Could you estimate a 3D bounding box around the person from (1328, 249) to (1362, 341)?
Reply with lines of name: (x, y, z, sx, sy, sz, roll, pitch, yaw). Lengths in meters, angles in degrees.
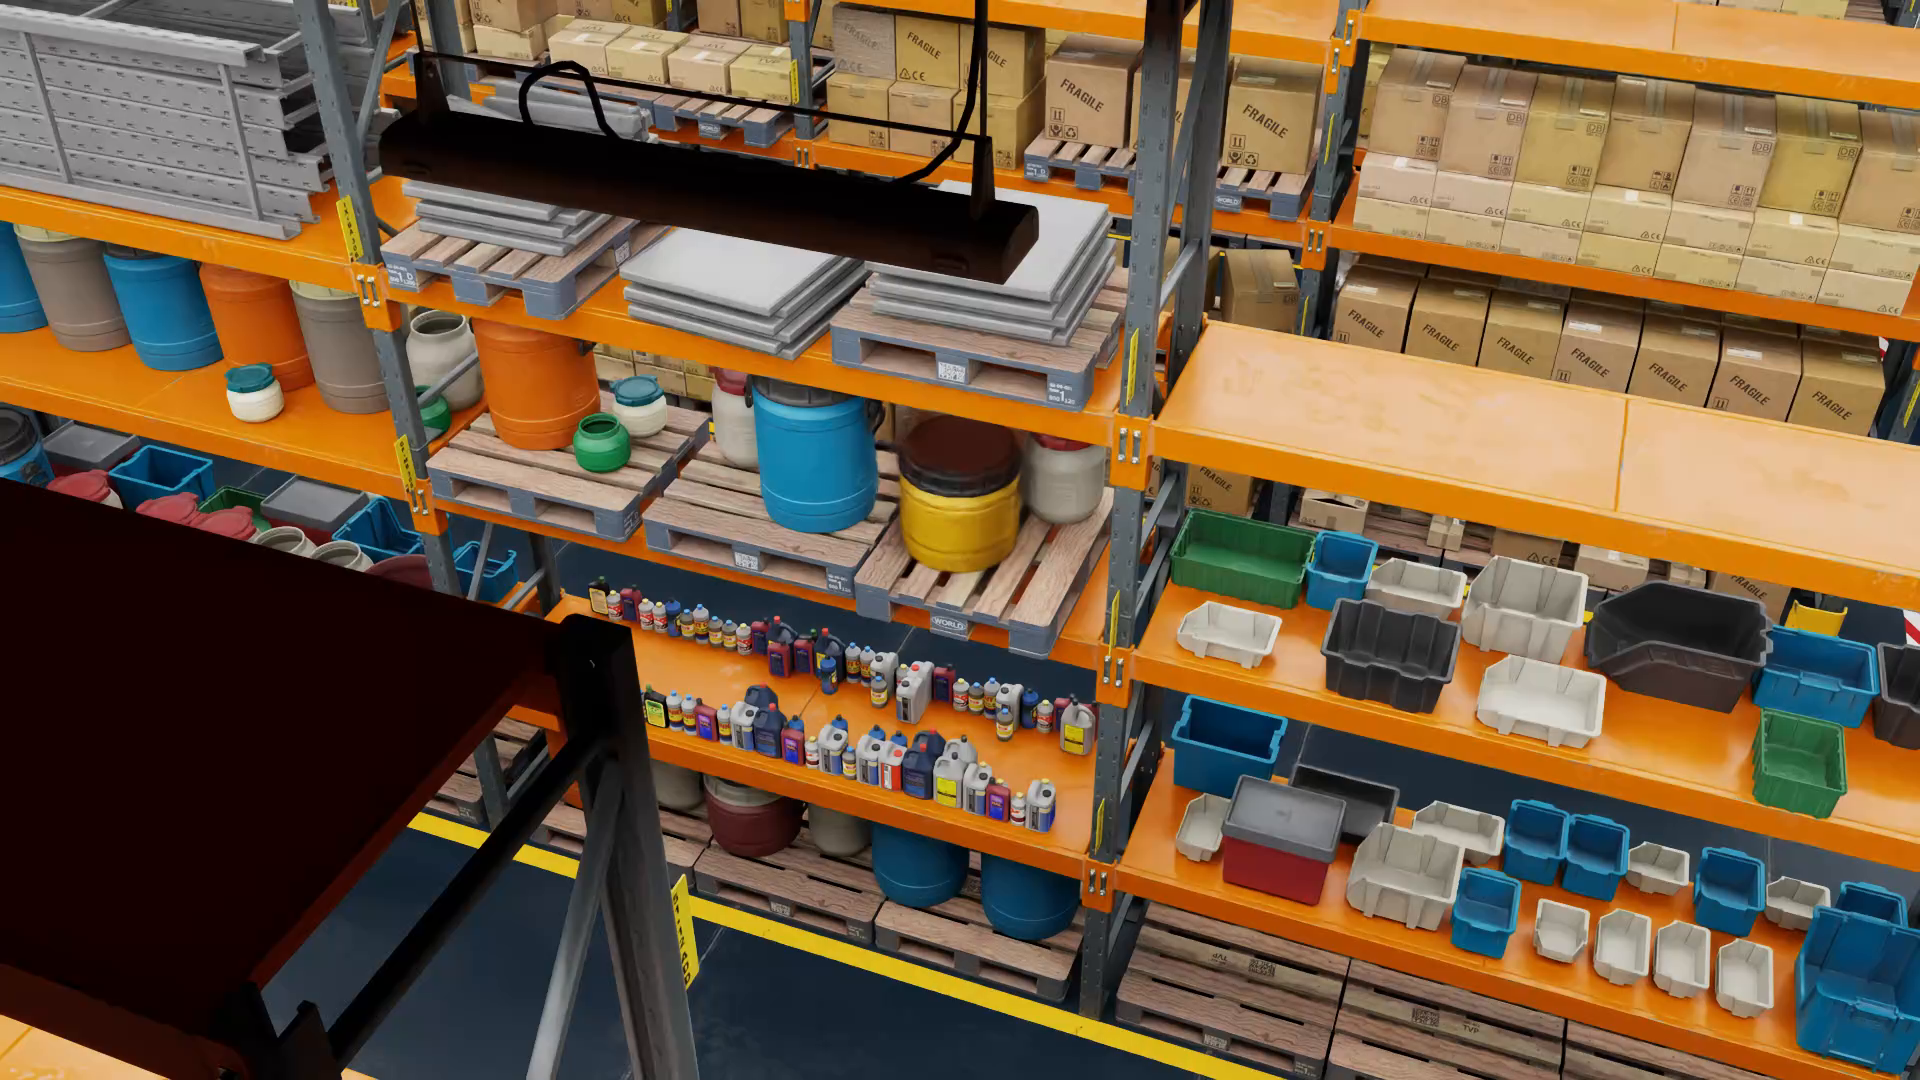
person: (3.631, -2.436, 15.225, 0.636, 1.757, 0.658, 4, 37, 6)

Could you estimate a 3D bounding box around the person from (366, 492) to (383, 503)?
person: (-4.318, 0.086, 11.776, 0.647, 1.755, 0.913, -16, 40, -21)
